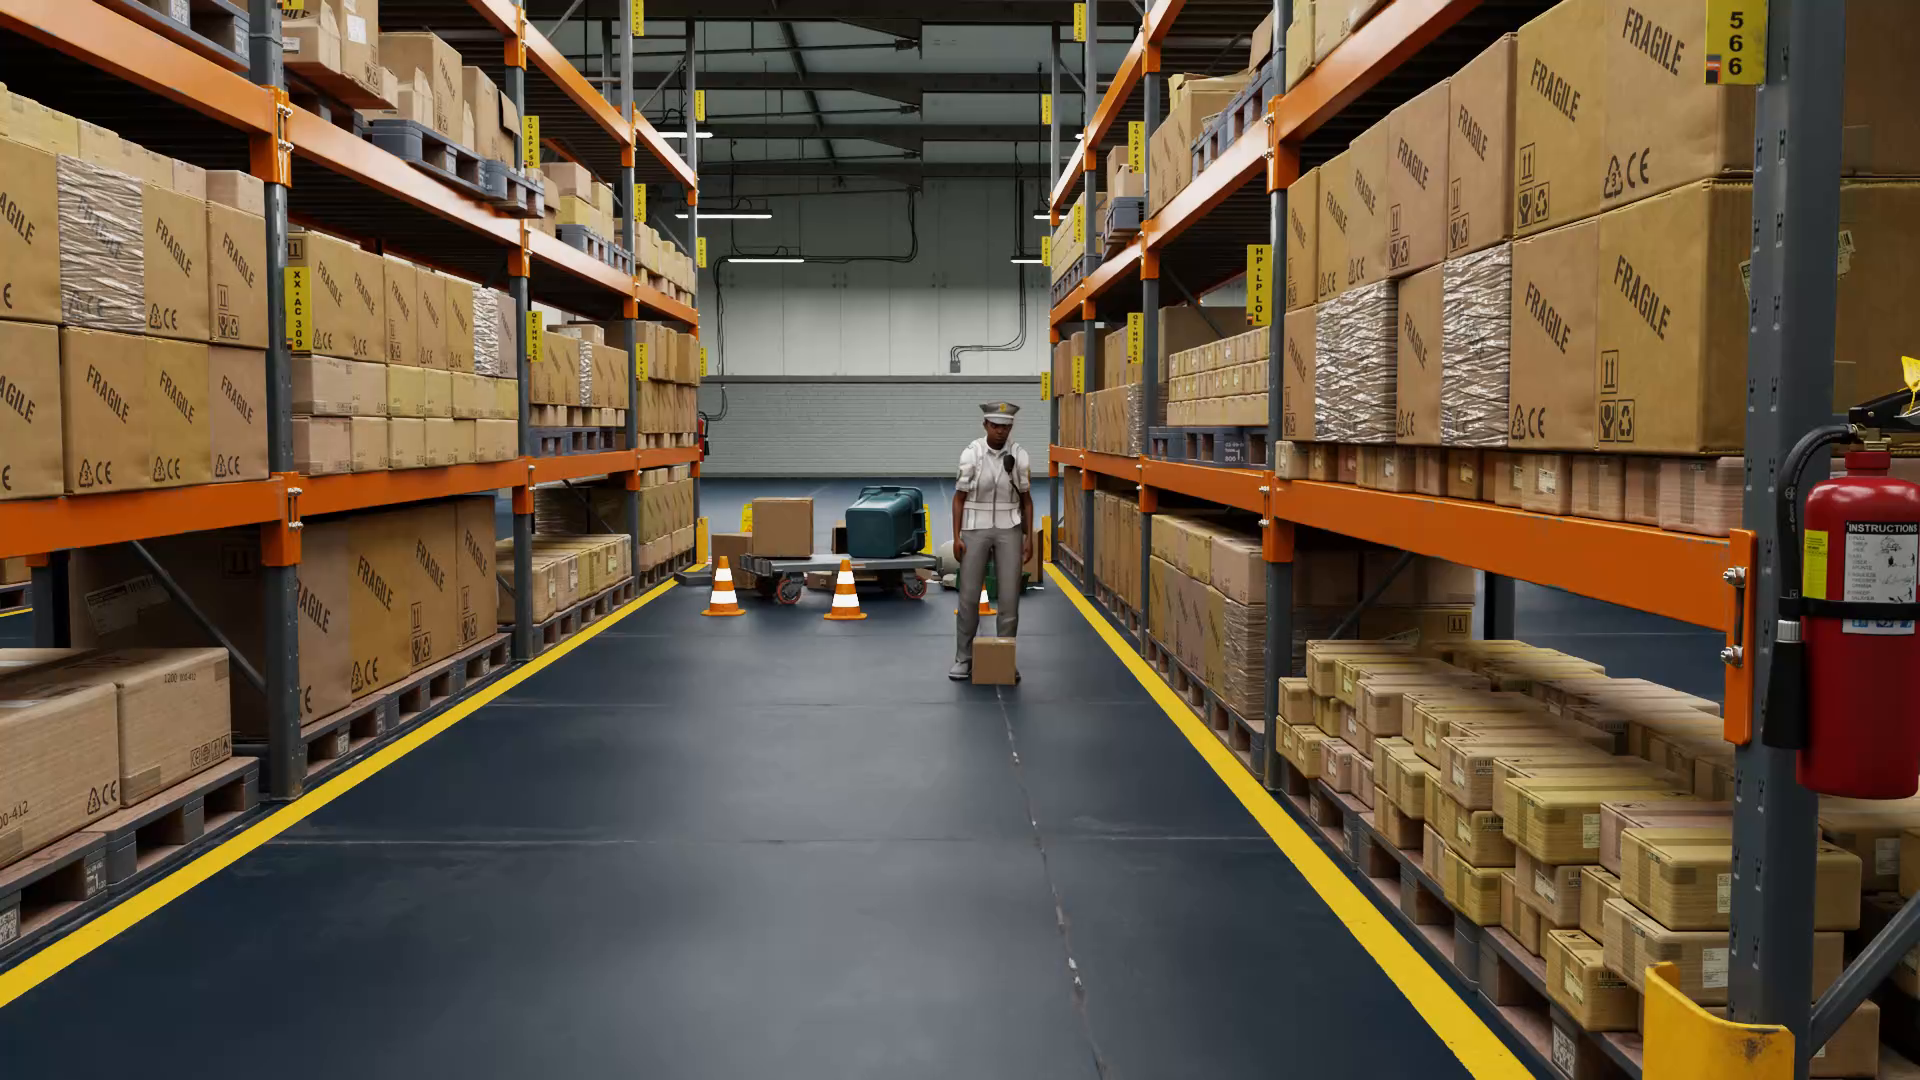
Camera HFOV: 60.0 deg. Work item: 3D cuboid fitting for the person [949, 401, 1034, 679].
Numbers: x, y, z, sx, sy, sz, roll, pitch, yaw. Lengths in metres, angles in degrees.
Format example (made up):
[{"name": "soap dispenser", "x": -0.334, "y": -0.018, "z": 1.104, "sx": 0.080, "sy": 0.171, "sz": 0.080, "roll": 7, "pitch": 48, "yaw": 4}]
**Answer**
[{"name": "person", "x": 0.189, "y": -0.001, "z": 10.022, "sx": 0.526, "sy": 1.658, "sz": 0.427, "roll": 0, "pitch": 4, "yaw": -5}]
